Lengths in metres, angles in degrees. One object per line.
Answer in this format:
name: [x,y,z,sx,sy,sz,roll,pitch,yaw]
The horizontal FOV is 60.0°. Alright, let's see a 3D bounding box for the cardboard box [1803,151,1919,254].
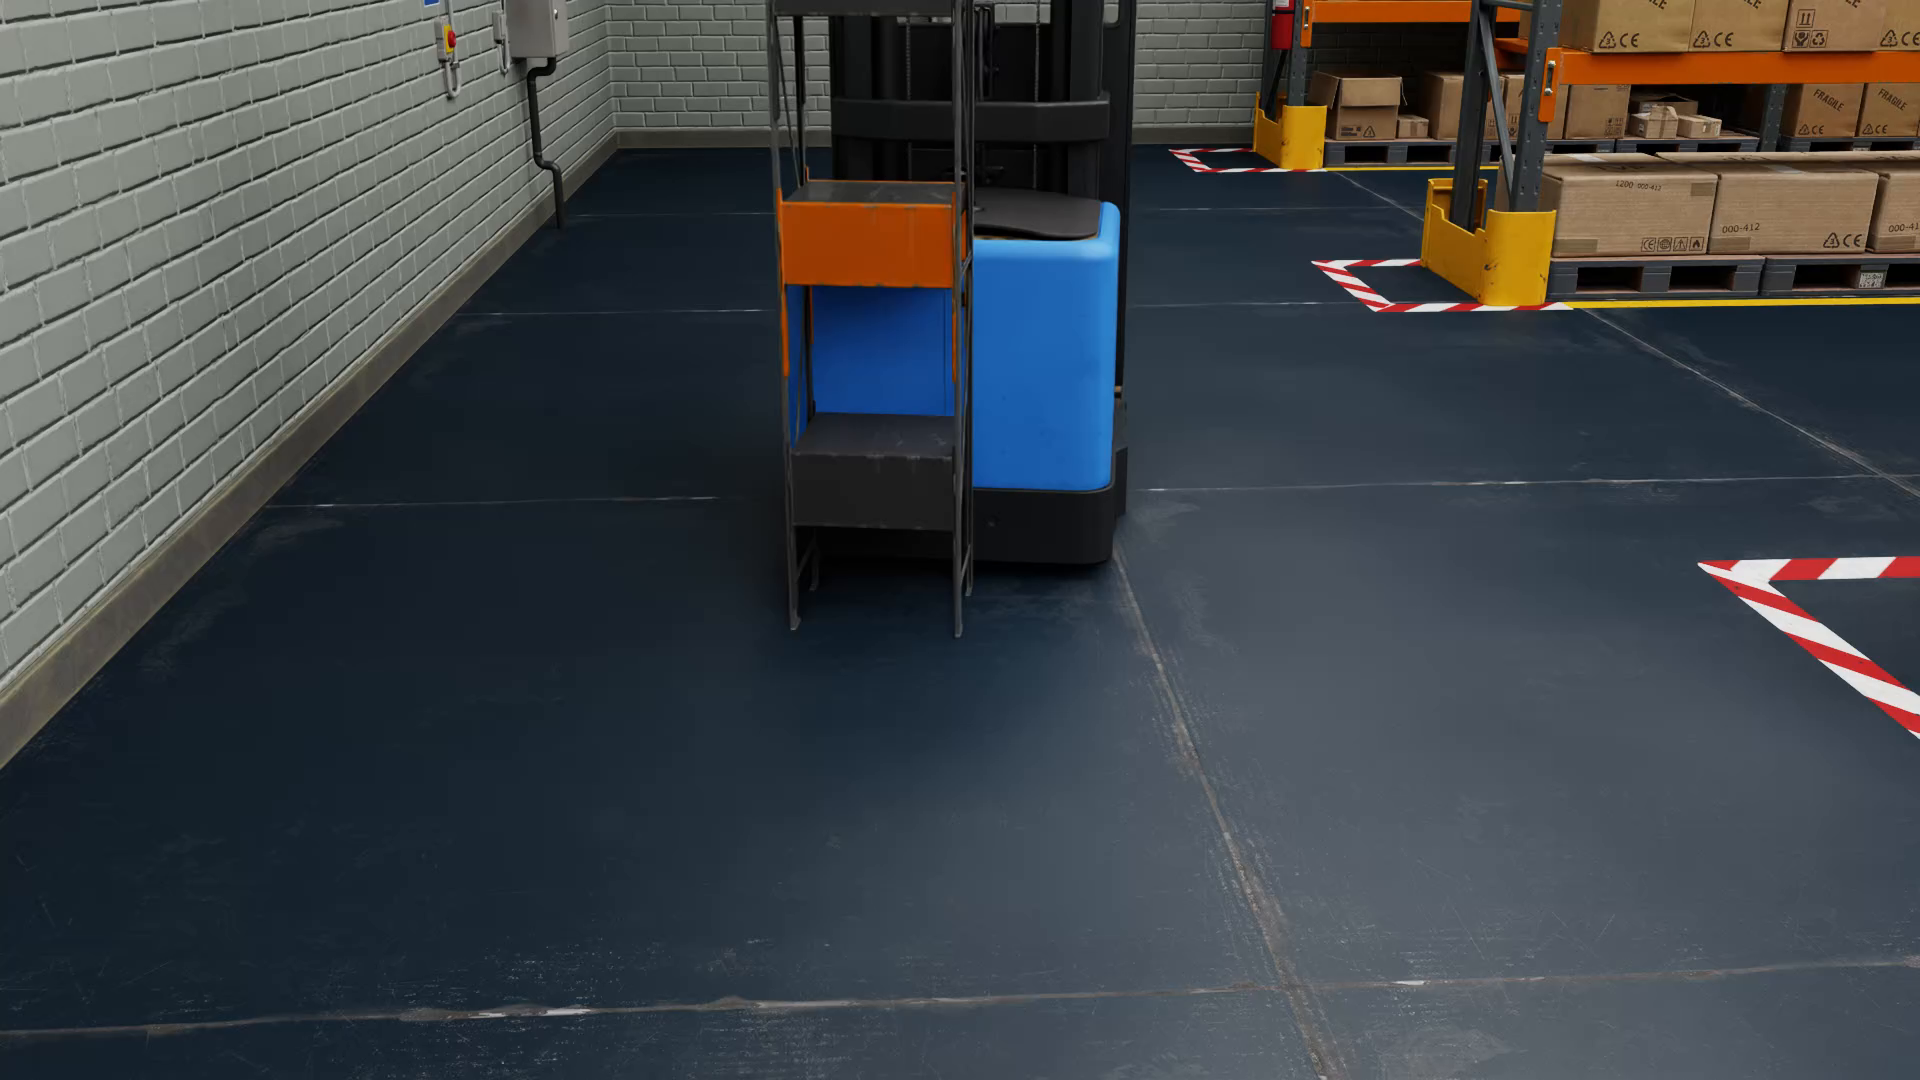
cardboard box: [5.442,-1.949,9.535,0.875,0.438,0.875,-2,21,-5]

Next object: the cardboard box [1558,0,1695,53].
cardboard box: [3.471,-2.817,8.662,0.500,0.500,0.500,-1,21,-3]

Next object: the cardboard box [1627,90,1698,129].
cardboard box: [6.009,-3.717,14.356,0.500,0.311,0.500,0,21,-1]

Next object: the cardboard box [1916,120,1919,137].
cardboard box: [8.207,-3.687,14.013,0.500,0.500,0.500,-2,21,-5]

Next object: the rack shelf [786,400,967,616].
rack shelf: [-0.231,-0.103,4.946,0.480,0.518,0.431,2,21,5]

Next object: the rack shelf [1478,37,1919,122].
rack shelf: [4.972,-2.566,9.157,4.000,0.370,1.077,-1,21,-3]

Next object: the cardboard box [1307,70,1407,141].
cardboard box: [3.304,-3.634,13.867,0.637,0.503,0.797,-2,21,-5]

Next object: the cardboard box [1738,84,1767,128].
cardboard box: [7.155,-3.850,14.439,0.500,0.500,0.500,-1,21,-3]

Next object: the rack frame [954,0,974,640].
rack frame: [0.012,-0.761,4.670,0.015,2.100,0.400,2,21,5]

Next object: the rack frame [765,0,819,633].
rack frame: [-0.473,-0.779,4.715,0.015,2.100,0.400,2,21,5]

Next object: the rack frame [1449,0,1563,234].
rack frame: [2.975,-2.862,8.923,0.127,3.000,1.000,-1,21,-3]

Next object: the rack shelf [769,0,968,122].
rack shelf: [-0.231,-1.411,4.448,0.480,0.518,0.431,2,21,5]

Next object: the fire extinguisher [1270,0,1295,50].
fire extinguisher: [2.568,-4.248,13.195,0.183,0.674,0.296,-1,21,-3]

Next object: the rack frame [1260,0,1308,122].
rack frame: [2.688,-4.625,13.554,0.127,3.000,1.000,-1,21,-3]

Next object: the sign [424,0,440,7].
sign: [-2.711,-2.847,8.504,0.001,0.218,0.327,-1,21,-3]

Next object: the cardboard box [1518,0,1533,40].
cardboard box: [3.442,-3.013,9.177,0.500,0.500,0.500,-1,21,-3]

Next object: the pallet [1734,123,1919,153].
pallet: [7.492,-3.433,14.342,1.213,0.211,1.003,-1,21,-3]

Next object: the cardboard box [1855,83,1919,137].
cardboard box: [7.708,-3.679,13.991,0.500,0.500,0.500,-1,21,-4]

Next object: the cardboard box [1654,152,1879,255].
cardboard box: [4.542,-1.931,9.489,0.875,0.438,0.875,-1,21,-2]

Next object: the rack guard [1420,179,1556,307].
rack guard: [2.951,-1.693,9.366,0.348,0.500,1.175,-1,21,-3]

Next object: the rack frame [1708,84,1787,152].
rack frame: [6.682,-4.706,13.767,0.127,3.000,1.000,-1,21,-3]

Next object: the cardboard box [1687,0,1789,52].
cardboard box: [3.974,-2.837,8.715,0.500,0.500,0.500,-1,21,-4]

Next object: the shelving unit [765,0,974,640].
shelving unit: [-0.231,-0.770,4.693,0.503,2.100,0.431,2,21,5]

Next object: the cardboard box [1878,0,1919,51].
cardboard box: [4.982,-2.857,8.768,0.500,0.500,0.500,0,21,-1]

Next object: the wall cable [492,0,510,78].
wall cable: [-2.746,-3.718,9.742,0.122,1.984,0.588,-1,21,-3]

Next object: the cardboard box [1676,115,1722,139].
cardboard box: [6.142,-3.455,13.896,0.250,0.149,0.380,-2,21,-5]

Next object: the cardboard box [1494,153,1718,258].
cardboard box: [3.628,-1.910,9.432,0.875,0.438,0.875,-2,21,-5]

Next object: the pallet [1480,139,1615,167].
pallet: [4.775,-3.364,14.160,1.213,0.211,1.003,-1,21,-3]

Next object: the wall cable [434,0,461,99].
wall cable: [-2.653,-3.229,8.414,0.123,1.953,0.585,-1,21,-3]

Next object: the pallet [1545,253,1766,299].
pallet: [3.769,-1.603,9.534,1.213,0.211,1.003,-1,21,-3]

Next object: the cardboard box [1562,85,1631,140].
cardboard box: [5.196,-3.657,13.933,0.500,0.500,0.700,-2,21,-5]

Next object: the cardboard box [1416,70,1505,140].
cardboard box: [4.160,-3.636,13.877,0.500,0.500,0.700,0,21,-1]

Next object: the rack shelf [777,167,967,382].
rack shelf: [-0.231,-0.757,4.697,0.480,0.518,0.431,2,21,5]

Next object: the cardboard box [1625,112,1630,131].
cardboard box: [5.576,-3.632,14.362,0.250,0.149,0.380,-1,21,-4]

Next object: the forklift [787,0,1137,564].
forklift: [0.104,-1.776,6.167,1.130,2.935,3.031,2,21,5]

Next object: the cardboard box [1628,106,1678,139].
cardboard box: [5.786,-3.502,13.856,0.258,0.266,0.396,0,21,-1]

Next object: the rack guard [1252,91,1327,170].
rack guard: [2.764,-3.459,14.002,0.348,0.500,1.175,-1,21,-3]

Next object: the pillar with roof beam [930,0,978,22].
pillar with roof beam: [0.191,-6.165,9.167,0.400,9.000,9.100,-1,21,-3]

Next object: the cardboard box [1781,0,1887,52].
cardboard box: [4.483,-2.841,8.726,0.500,0.500,0.500,-1,21,-3]

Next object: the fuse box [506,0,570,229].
fuse box: [-2.627,-2.886,10.797,0.414,1.711,0.539,-1,21,-3]

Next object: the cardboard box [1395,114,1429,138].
cardboard box: [3.731,-3.463,13.917,0.250,0.149,0.380,-2,21,-5]

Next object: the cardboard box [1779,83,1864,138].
cardboard box: [7.177,-3.664,13.953,0.500,0.500,0.500,0,21,-1]

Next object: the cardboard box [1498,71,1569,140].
cardboard box: [4.693,-3.611,13.812,0.500,0.500,0.500,-1,21,-2]

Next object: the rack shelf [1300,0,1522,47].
rack shelf: [4.685,-4.330,13.788,4.000,0.370,1.077,-1,21,-3]

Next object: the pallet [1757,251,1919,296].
pallet: [4.984,-1.627,9.597,1.213,0.211,1.003,-1,21,-3]

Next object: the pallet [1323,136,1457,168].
pallet: [3.560,-3.340,14.097,1.213,0.211,1.003,-1,21,-3]

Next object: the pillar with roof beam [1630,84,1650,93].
pillar with roof beam: [6.181,-6.287,9.487,0.400,9.000,9.100,-1,21,-3]

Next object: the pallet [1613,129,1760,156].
pallet: [5.996,-3.390,14.227,1.213,0.211,1.003,-1,21,-3]
